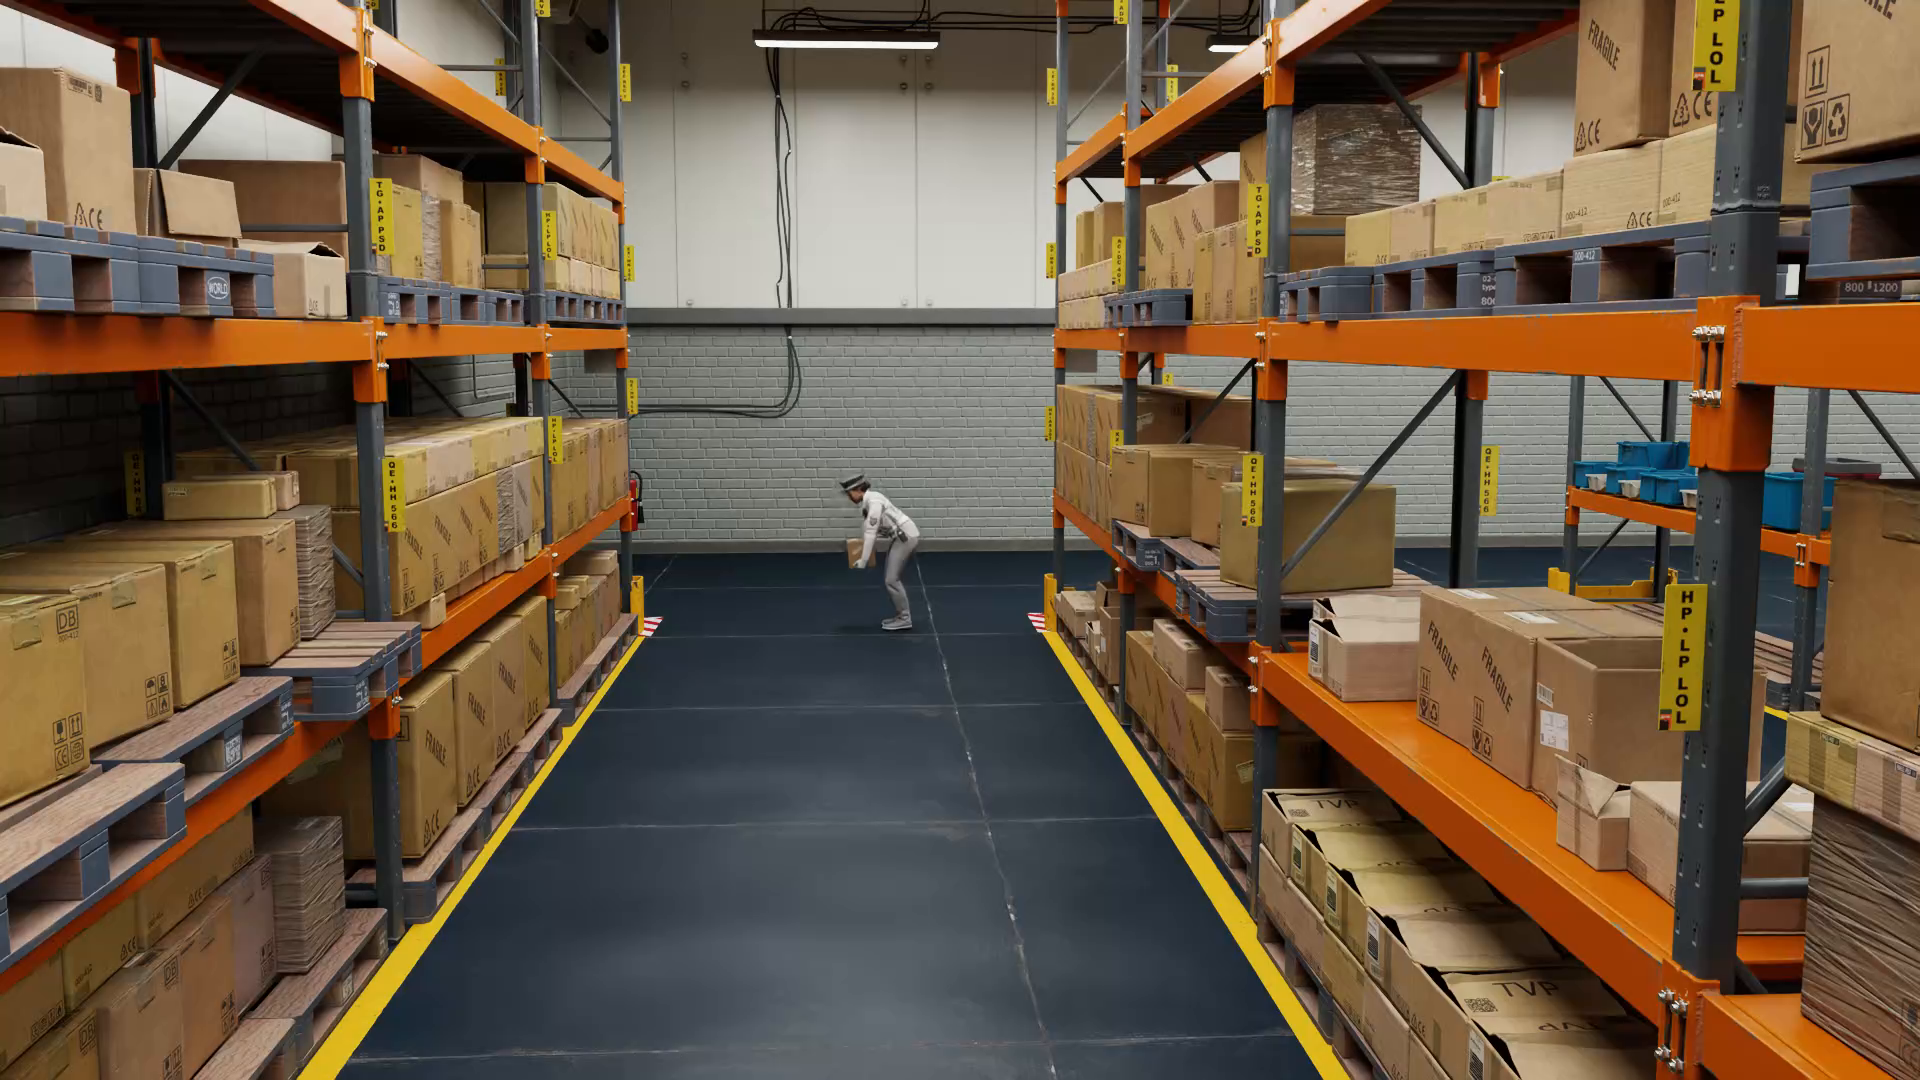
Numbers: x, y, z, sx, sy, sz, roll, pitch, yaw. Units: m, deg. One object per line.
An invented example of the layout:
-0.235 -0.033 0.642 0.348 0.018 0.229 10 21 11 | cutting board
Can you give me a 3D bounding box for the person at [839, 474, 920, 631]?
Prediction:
-0.756 0.106 15.692 0.756 1.474 0.415 -1 7 -5 | person
